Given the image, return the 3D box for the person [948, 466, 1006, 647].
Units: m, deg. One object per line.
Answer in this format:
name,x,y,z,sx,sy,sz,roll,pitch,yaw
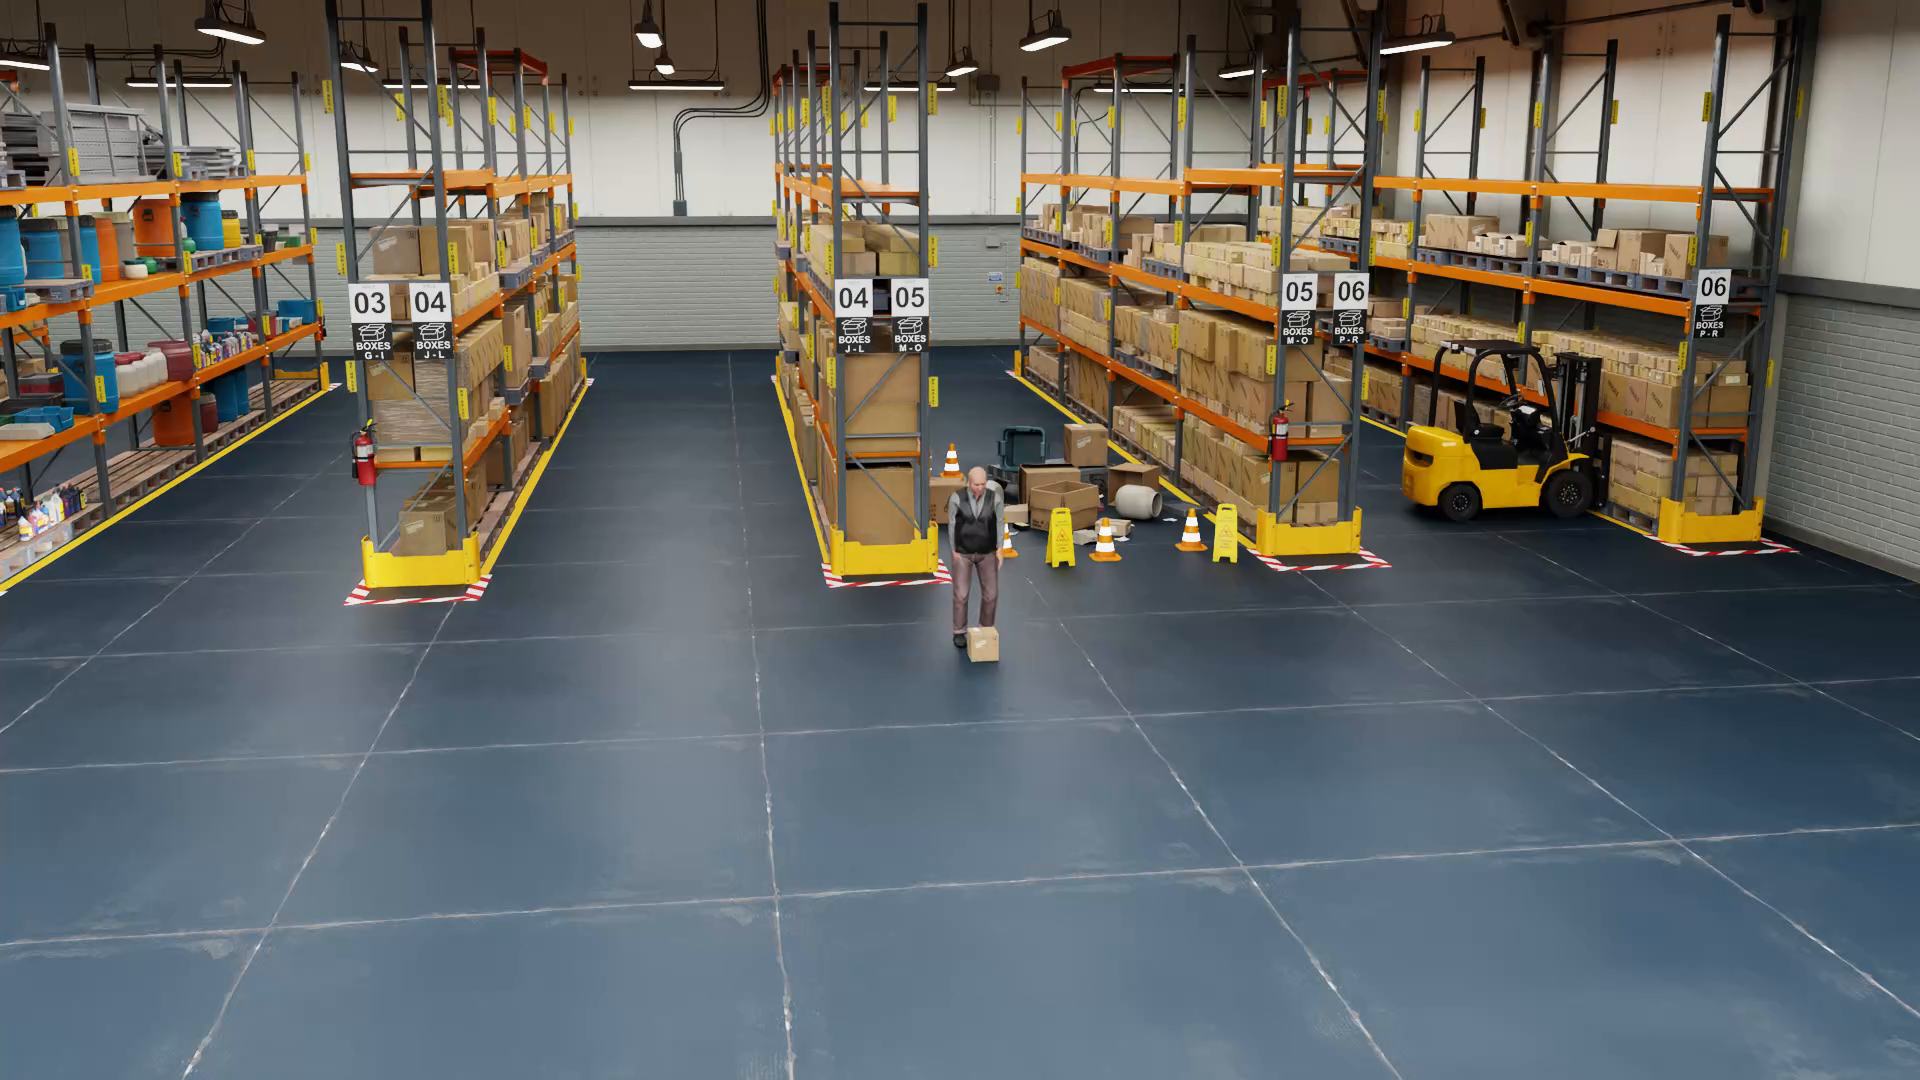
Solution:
person,0.157,0.142,15.501,0.546,1.698,0.378,-2,13,-7
